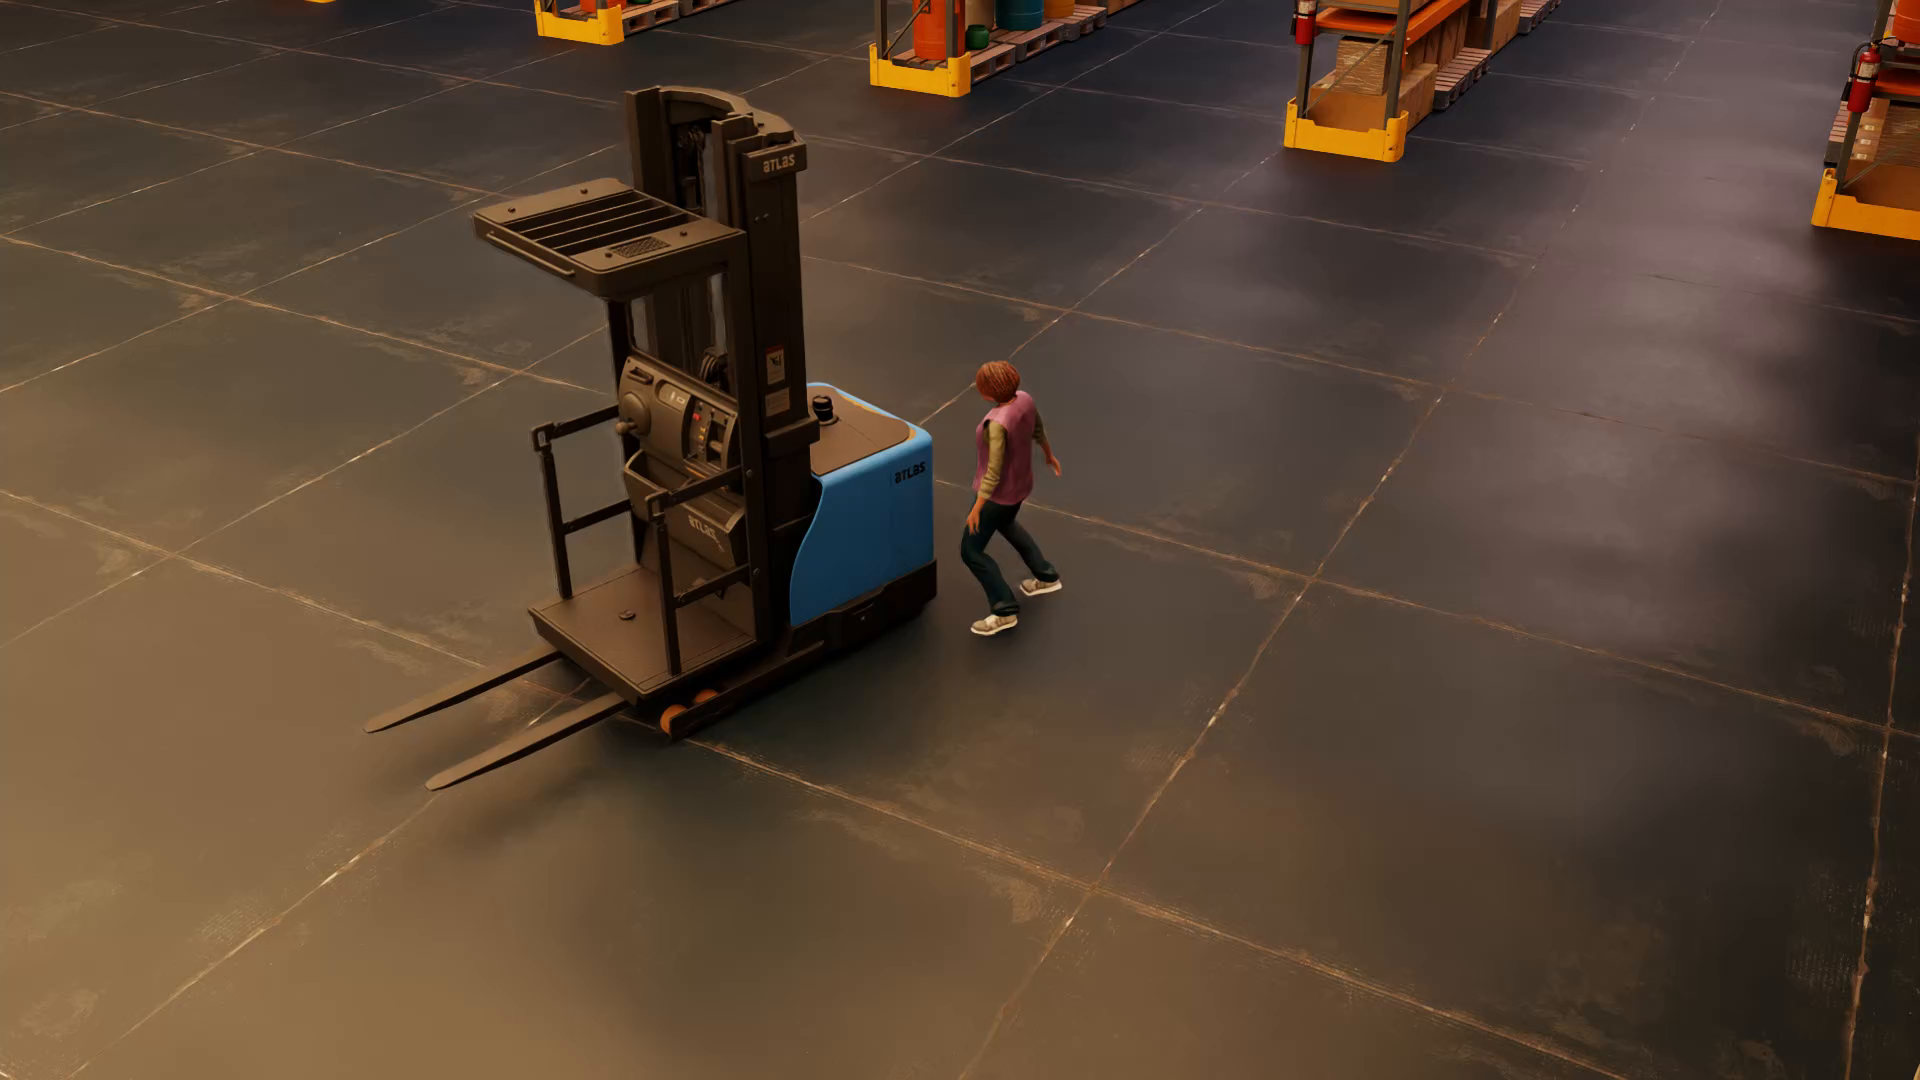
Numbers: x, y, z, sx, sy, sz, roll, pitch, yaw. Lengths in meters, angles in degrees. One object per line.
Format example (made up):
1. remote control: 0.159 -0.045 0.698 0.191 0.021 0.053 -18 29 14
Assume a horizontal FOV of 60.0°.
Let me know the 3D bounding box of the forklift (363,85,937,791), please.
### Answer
1. forklift: -1.546 -0.575 8.067 3.031 2.935 1.130 -25 39 -37

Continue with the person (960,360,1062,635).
1. person: 0.304 -0.279 8.991 0.446 1.509 0.745 18 35 28
